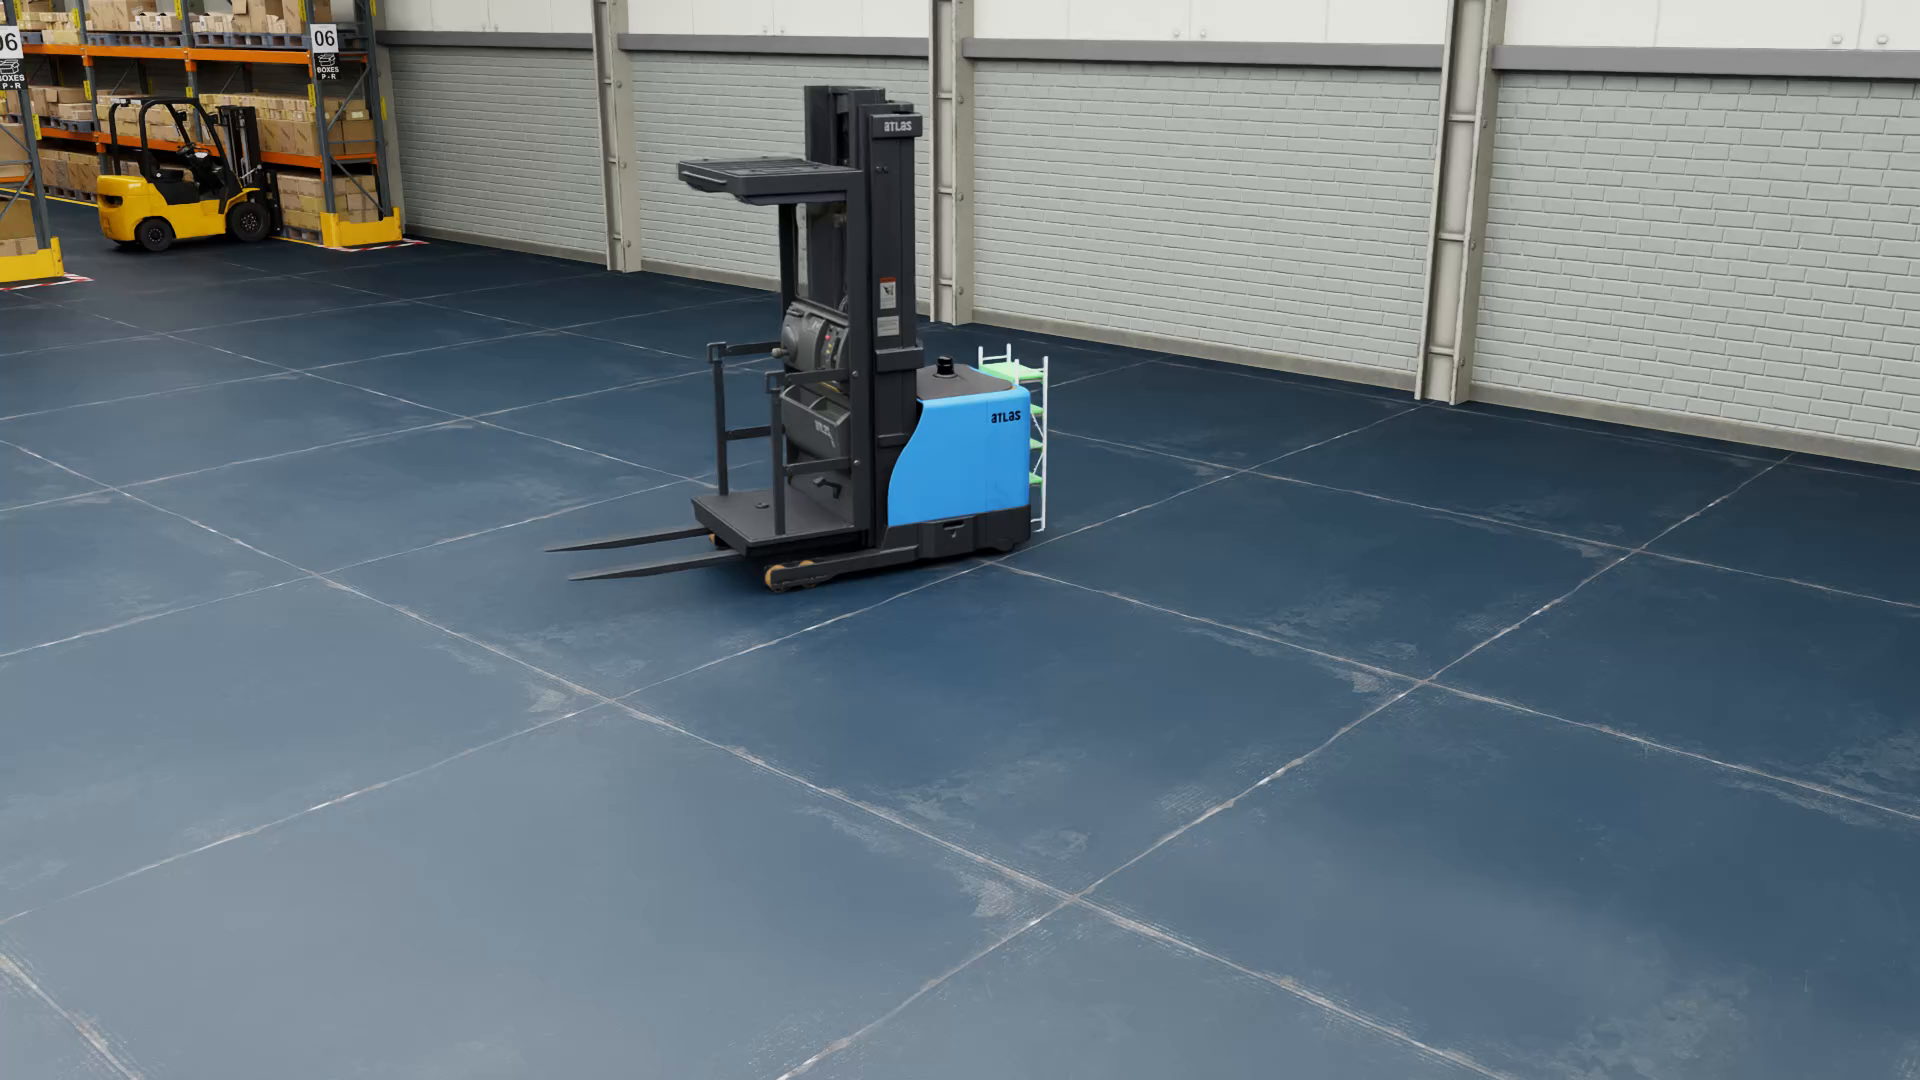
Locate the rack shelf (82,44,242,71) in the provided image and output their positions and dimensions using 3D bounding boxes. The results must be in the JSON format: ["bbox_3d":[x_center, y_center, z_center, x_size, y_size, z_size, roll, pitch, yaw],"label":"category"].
[{"bbox_3d":[-13.633,-8.277,28.464,4.000,0.370,1.077,15,23,39],"label":"rack shelf"}]

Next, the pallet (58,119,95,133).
[{"bbox_3d":[-15.683,-7.621,30.482,1.003,0.211,1.213,15,23,39],"label":"pallet"}]

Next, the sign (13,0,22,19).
[{"bbox_3d":[-12.078,-6.831,21.273,0.005,0.325,0.100,15,23,39],"label":"sign"}]

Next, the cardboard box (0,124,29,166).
[{"bbox_3d":[-12.608,-5.209,21.909,0.500,0.500,0.500,15,23,38],"label":"cardboard box"}]

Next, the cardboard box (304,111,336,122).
[{"bbox_3d":[-9.591,-6.349,24.919,0.250,0.149,0.380,15,23,40],"label":"cardboard box"}]

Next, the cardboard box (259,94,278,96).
[{"bbox_3d":[-11.102,-7.146,26.939,0.250,0.149,0.380,14,23,38],"label":"cardboard box"}]

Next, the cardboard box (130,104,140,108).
[{"bbox_3d":[-14.114,-7.561,28.741,0.250,0.149,0.380,16,23,40],"label":"cardboard box"}]

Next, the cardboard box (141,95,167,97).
[{"bbox_3d":[-14.329,-7.836,29.606,0.250,0.149,0.380,15,23,39],"label":"cardboard box"}]

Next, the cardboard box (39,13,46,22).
[{"bbox_3d":[-16.553,-9.544,30.366,0.250,0.149,0.380,15,23,39],"label":"cardboard box"}]

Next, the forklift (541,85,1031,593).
[{"bbox_3d":[-1.081,-1.258,10.231,3.031,2.935,1.130,-9,20,-26],"label":"forklift"}]

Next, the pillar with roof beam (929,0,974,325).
[{"bbox_3d":[-2.950,-5.805,14.528,0.400,9.000,9.100,15,23,39],"label":"pillar with roof beam"}]

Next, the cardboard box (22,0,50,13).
[{"bbox_3d":[-17.627,-10.200,31.715,0.258,0.266,0.396,15,23,39],"label":"cardboard box"}]

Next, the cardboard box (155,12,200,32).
[{"bbox_3d":[-12.841,-8.514,27.309,0.500,0.311,0.500,14,22,38],"label":"cardboard box"}]

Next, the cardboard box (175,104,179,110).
[{"bbox_3d":[-12.893,-7.273,27.831,0.250,0.149,0.380,15,23,39],"label":"cardboard box"}]

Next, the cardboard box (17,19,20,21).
[{"bbox_3d":[-17.340,-9.754,30.991,0.250,0.149,0.380,15,23,40],"label":"cardboard box"}]

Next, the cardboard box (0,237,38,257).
[{"bbox_3d":[-12.857,-3.976,22.532,0.500,0.250,0.500,15,23,39],"label":"cardboard box"}]

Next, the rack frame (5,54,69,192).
[{"bbox_3d":[-18.121,-8.395,32.605,0.127,3.000,1.000,15,23,39],"label":"rack frame"}]

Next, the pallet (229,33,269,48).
[{"bbox_3d":[-10.574,-7.766,25.810,1.213,0.211,1.003,15,23,39],"label":"pallet"}]

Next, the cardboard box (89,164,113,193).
[{"bbox_3d":[-15.588,-6.637,30.503,0.500,0.500,0.500,16,24,41],"label":"cardboard box"}]

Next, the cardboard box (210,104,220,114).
[{"bbox_3d":[-11.879,-6.970,26.879,0.250,0.149,0.380,16,23,41],"label":"cardboard box"}]

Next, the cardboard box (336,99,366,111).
[{"bbox_3d":[-9.255,-6.600,25.220,0.250,0.149,0.380,14,23,38],"label":"cardboard box"}]

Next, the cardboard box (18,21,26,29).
[{"bbox_3d":[-17.212,-9.545,30.827,0.250,0.149,0.380,16,23,41],"label":"cardboard box"}]

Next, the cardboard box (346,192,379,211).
[{"bbox_3d":[-9.360,-5.255,25.735,0.500,0.250,0.500,16,23,40],"label":"cardboard box"}]

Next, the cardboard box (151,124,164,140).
[{"bbox_3d":[-13.419,-6.965,28.349,0.500,0.250,0.500,15,23,40],"label":"cardboard box"}]

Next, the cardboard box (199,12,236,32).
[{"bbox_3d":[-11.677,-8.202,26.325,0.500,0.311,0.500,16,23,40],"label":"cardboard box"}]

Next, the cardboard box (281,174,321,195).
[{"bbox_3d":[-10.083,-5.475,25.602,0.500,0.250,0.500,16,23,40],"label":"cardboard box"}]

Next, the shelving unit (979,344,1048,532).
[{"bbox_3d":[0.353,-0.686,11.290,0.258,1.200,0.503,-9,20,-27],"label":"shelving unit"}]

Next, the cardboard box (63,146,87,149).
[{"bbox_3d":[-17.267,-7.606,32.484,0.250,0.149,0.380,15,23,40],"label":"cardboard box"}]

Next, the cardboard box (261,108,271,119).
[{"bbox_3d":[-10.567,-6.601,25.714,0.250,0.149,0.380,15,23,40],"label":"cardboard box"}]

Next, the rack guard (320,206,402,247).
[{"bbox_3d":[-9.128,-4.789,25.376,0.348,0.500,1.175,15,23,39],"label":"rack guard"}]

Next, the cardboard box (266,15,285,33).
[{"bbox_3d":[-10.157,-7.748,24.969,0.258,0.266,0.396,15,23,39],"label":"cardboard box"}]

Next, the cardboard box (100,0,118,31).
[{"bbox_3d":[-14.305,-9.038,28.647,0.500,0.500,0.700,14,23,38],"label":"cardboard box"}]

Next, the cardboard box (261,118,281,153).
[{"bbox_3d":[-10.454,-6.282,25.781,0.500,0.500,0.500,14,23,38],"label":"cardboard box"}]

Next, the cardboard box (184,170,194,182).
[{"bbox_3d":[-12.535,-5.959,28.162,0.625,0.625,0.875,16,24,42],"label":"cardboard box"}]

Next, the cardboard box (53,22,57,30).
[{"bbox_3d":[-16.283,-9.373,30.318,0.250,0.149,0.380,15,23,40],"label":"cardboard box"}]

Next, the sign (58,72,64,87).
[{"bbox_3d":[-17.755,-9.073,32.828,0.005,0.325,0.100,15,23,39],"label":"sign"}]

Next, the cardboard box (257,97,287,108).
[{"bbox_3d":[-10.705,-6.815,25.898,0.250,0.149,0.380,15,23,40],"label":"cardboard box"}]

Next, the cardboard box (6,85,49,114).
[{"bbox_3d":[-17.908,-8.495,32.061,0.500,0.500,0.700,16,23,41],"label":"cardboard box"}]

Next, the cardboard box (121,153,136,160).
[{"bbox_3d":[-15.313,-7.085,30.843,0.250,0.149,0.380,17,24,42],"label":"cardboard box"}]

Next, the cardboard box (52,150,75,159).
[{"bbox_3d":[-17.011,-7.333,31.624,0.250,0.149,0.380,16,24,41],"label":"cardboard box"}]

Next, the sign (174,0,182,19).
[{"bbox_3d":[-12.490,-8.490,26.571,0.005,0.325,0.100,15,23,39],"label":"sign"}]

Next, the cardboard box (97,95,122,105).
[{"bbox_3d":[-15.086,-7.818,29.550,0.250,0.149,0.380,16,24,41],"label":"cardboard box"}]

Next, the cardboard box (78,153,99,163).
[{"bbox_3d":[-16.059,-7.062,30.771,0.250,0.149,0.380,14,22,37],"label":"cardboard box"}]

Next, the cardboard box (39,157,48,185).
[{"bbox_3d":[-17.504,-7.151,32.123,0.500,0.500,0.500,15,23,39],"label":"cardboard box"}]

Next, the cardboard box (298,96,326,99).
[{"bbox_3d":[-10.155,-6.885,26.119,0.250,0.149,0.380,14,23,38],"label":"cardboard box"}]

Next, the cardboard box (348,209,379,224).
[{"bbox_3d":[-9.383,-5.018,25.816,0.500,0.250,0.500,15,23,39],"label":"cardboard box"}]

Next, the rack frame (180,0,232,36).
[{"bbox_3d":[-12.138,-9.648,26.636,0.127,3.000,1.000,15,23,39],"label":"rack frame"}]

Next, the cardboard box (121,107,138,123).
[{"bbox_3d":[-14.206,-7.404,28.905,0.500,0.250,0.500,14,23,38],"label":"cardboard box"}]

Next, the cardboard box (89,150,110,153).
[{"bbox_3d":[-16.315,-7.332,31.623,0.250,0.149,0.380,15,23,40],"label":"cardboard box"}]

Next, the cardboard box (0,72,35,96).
[{"bbox_3d":[-19.058,-9.182,33.601,0.500,0.500,0.500,14,23,38],"label":"cardboard box"}]

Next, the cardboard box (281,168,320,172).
[{"bbox_3d":[-10.501,-5.798,26.620,0.500,0.250,0.500,14,23,38],"label":"cardboard box"}]

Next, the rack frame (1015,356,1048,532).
[{"bbox_3d":[0.469,-0.621,11.085,0.240,1.200,0.015,-9,20,-27],"label":"rack frame"}]

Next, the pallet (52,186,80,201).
[{"bbox_3d":[-16.571,-6.666,31.768,1.213,0.211,1.003,15,23,39],"label":"pallet"}]

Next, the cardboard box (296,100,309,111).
[{"bbox_3d":[-9.759,-6.551,25.065,0.250,0.149,0.380,15,23,39],"label":"cardboard box"}]

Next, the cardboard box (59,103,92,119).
[{"bbox_3d":[-16.133,-7.859,30.470,0.500,0.250,0.500,14,22,37],"label":"cardboard box"}]

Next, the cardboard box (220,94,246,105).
[{"bbox_3d":[-11.644,-7.075,26.716,0.250,0.149,0.380,14,23,38],"label":"cardboard box"}]
